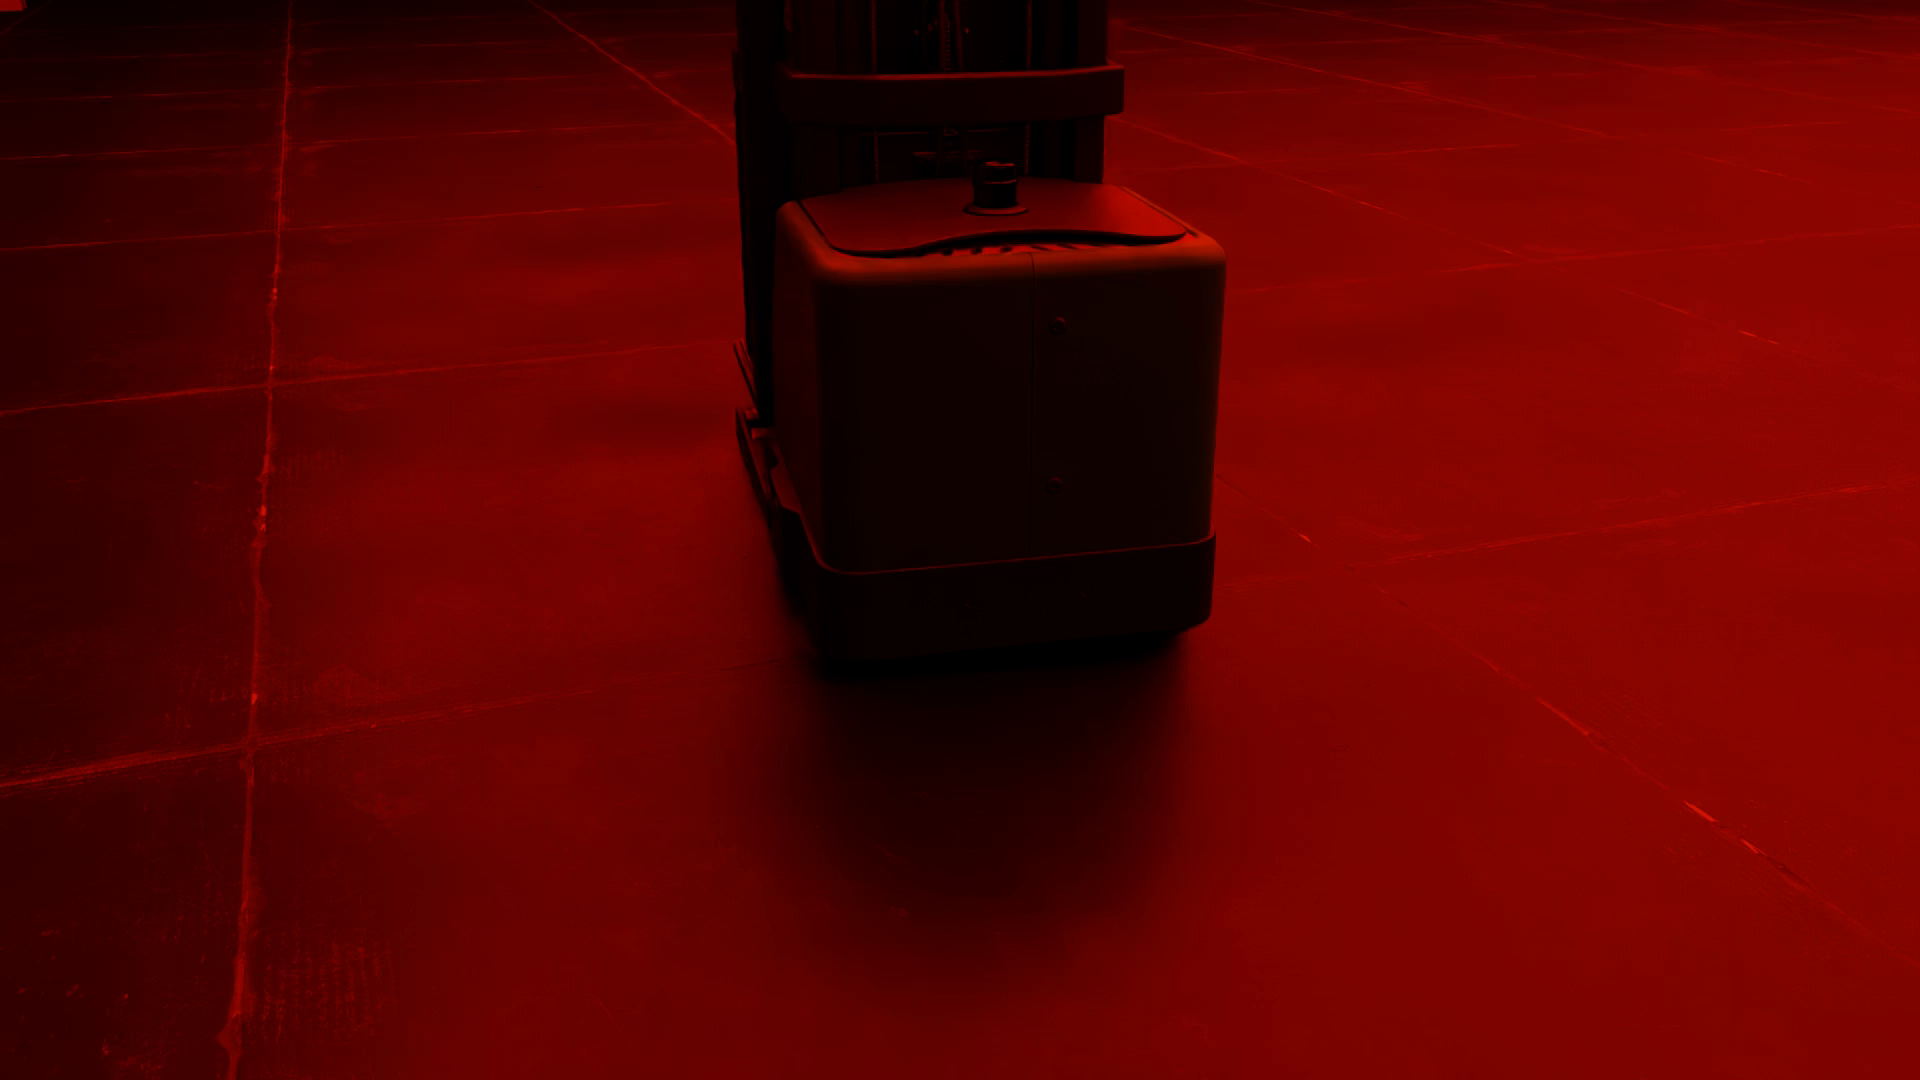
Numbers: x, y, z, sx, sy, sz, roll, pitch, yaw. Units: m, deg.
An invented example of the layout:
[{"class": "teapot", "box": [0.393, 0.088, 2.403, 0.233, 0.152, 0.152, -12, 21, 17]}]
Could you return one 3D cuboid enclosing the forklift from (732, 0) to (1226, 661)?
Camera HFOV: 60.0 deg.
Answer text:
[{"class": "forklift", "box": [-0.160, -1.590, 5.079, 1.130, 2.935, 3.031, -5, 23, -12]}]
